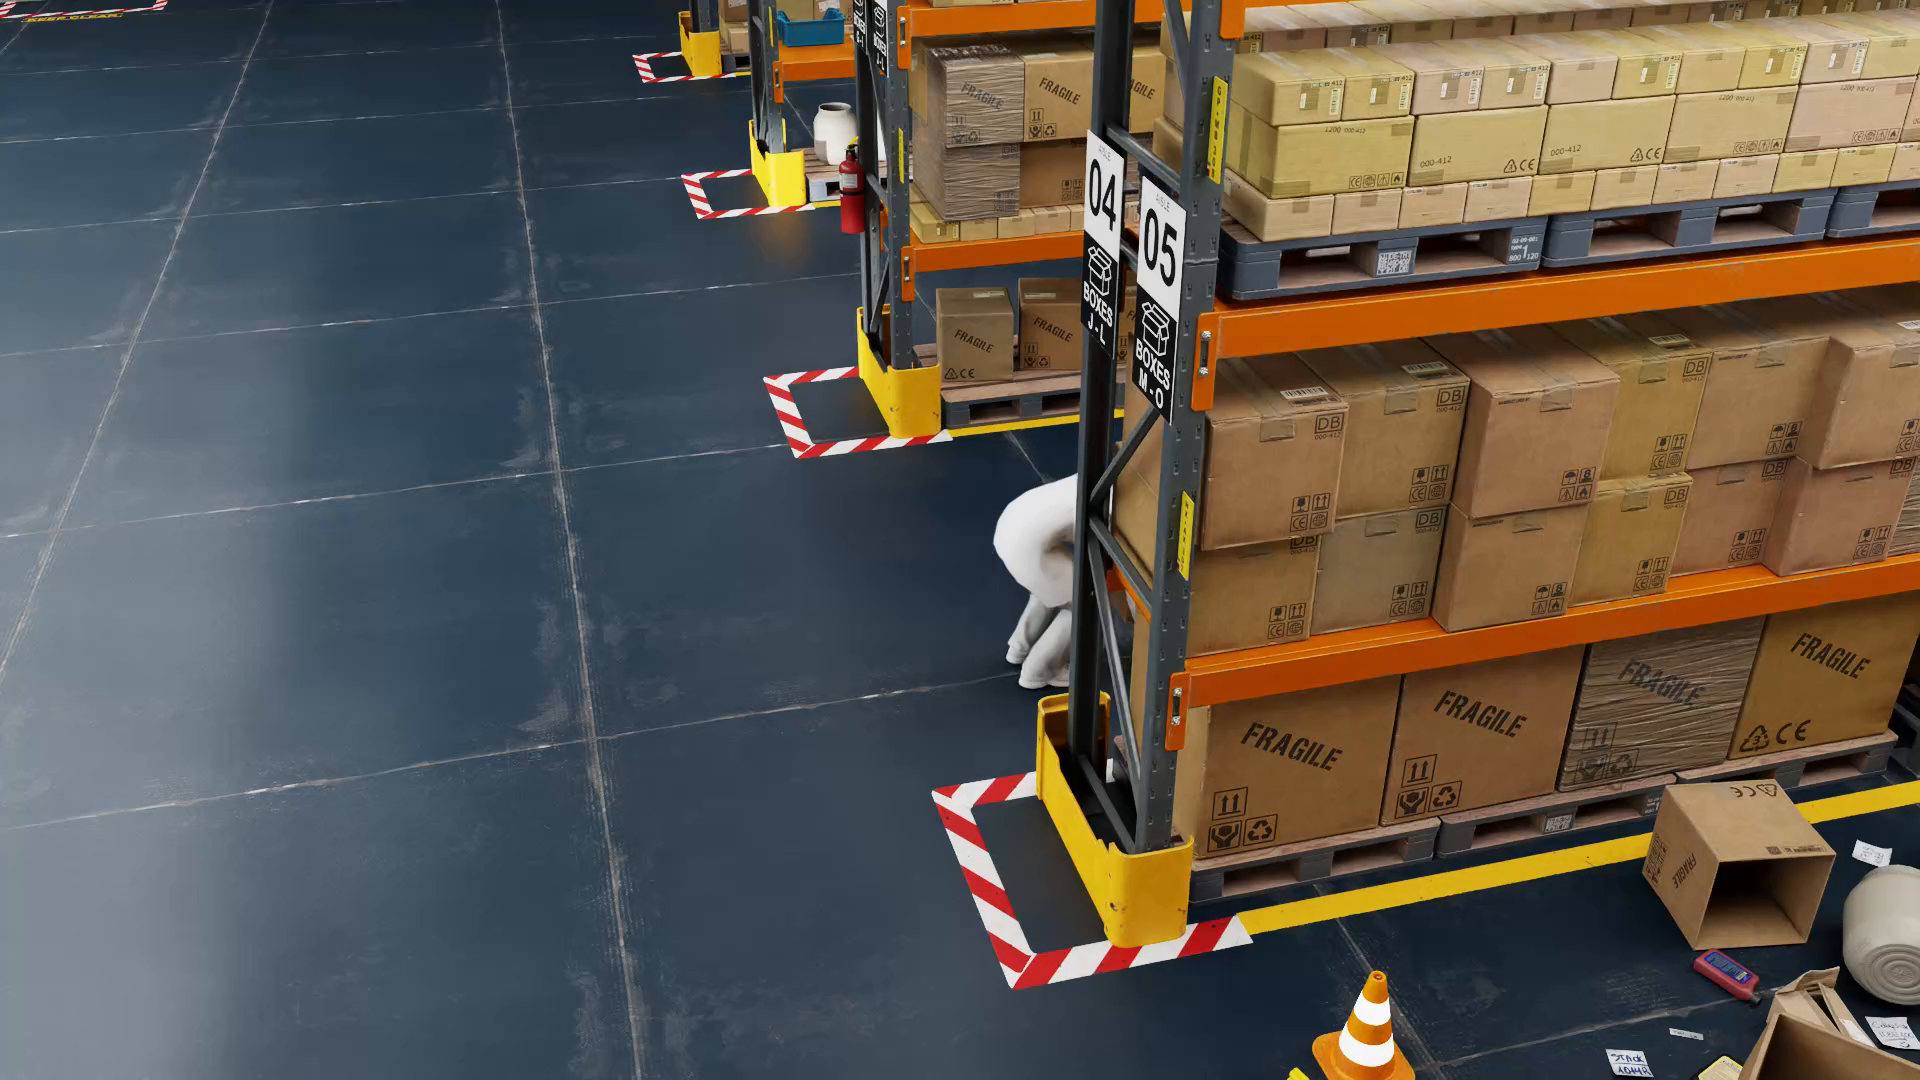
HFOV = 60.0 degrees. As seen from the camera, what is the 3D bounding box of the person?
[{"bbox_3d":[0.632,0.179,8.618,0.940,1.109,0.586,-9,31,-16],"label":"person"}]
